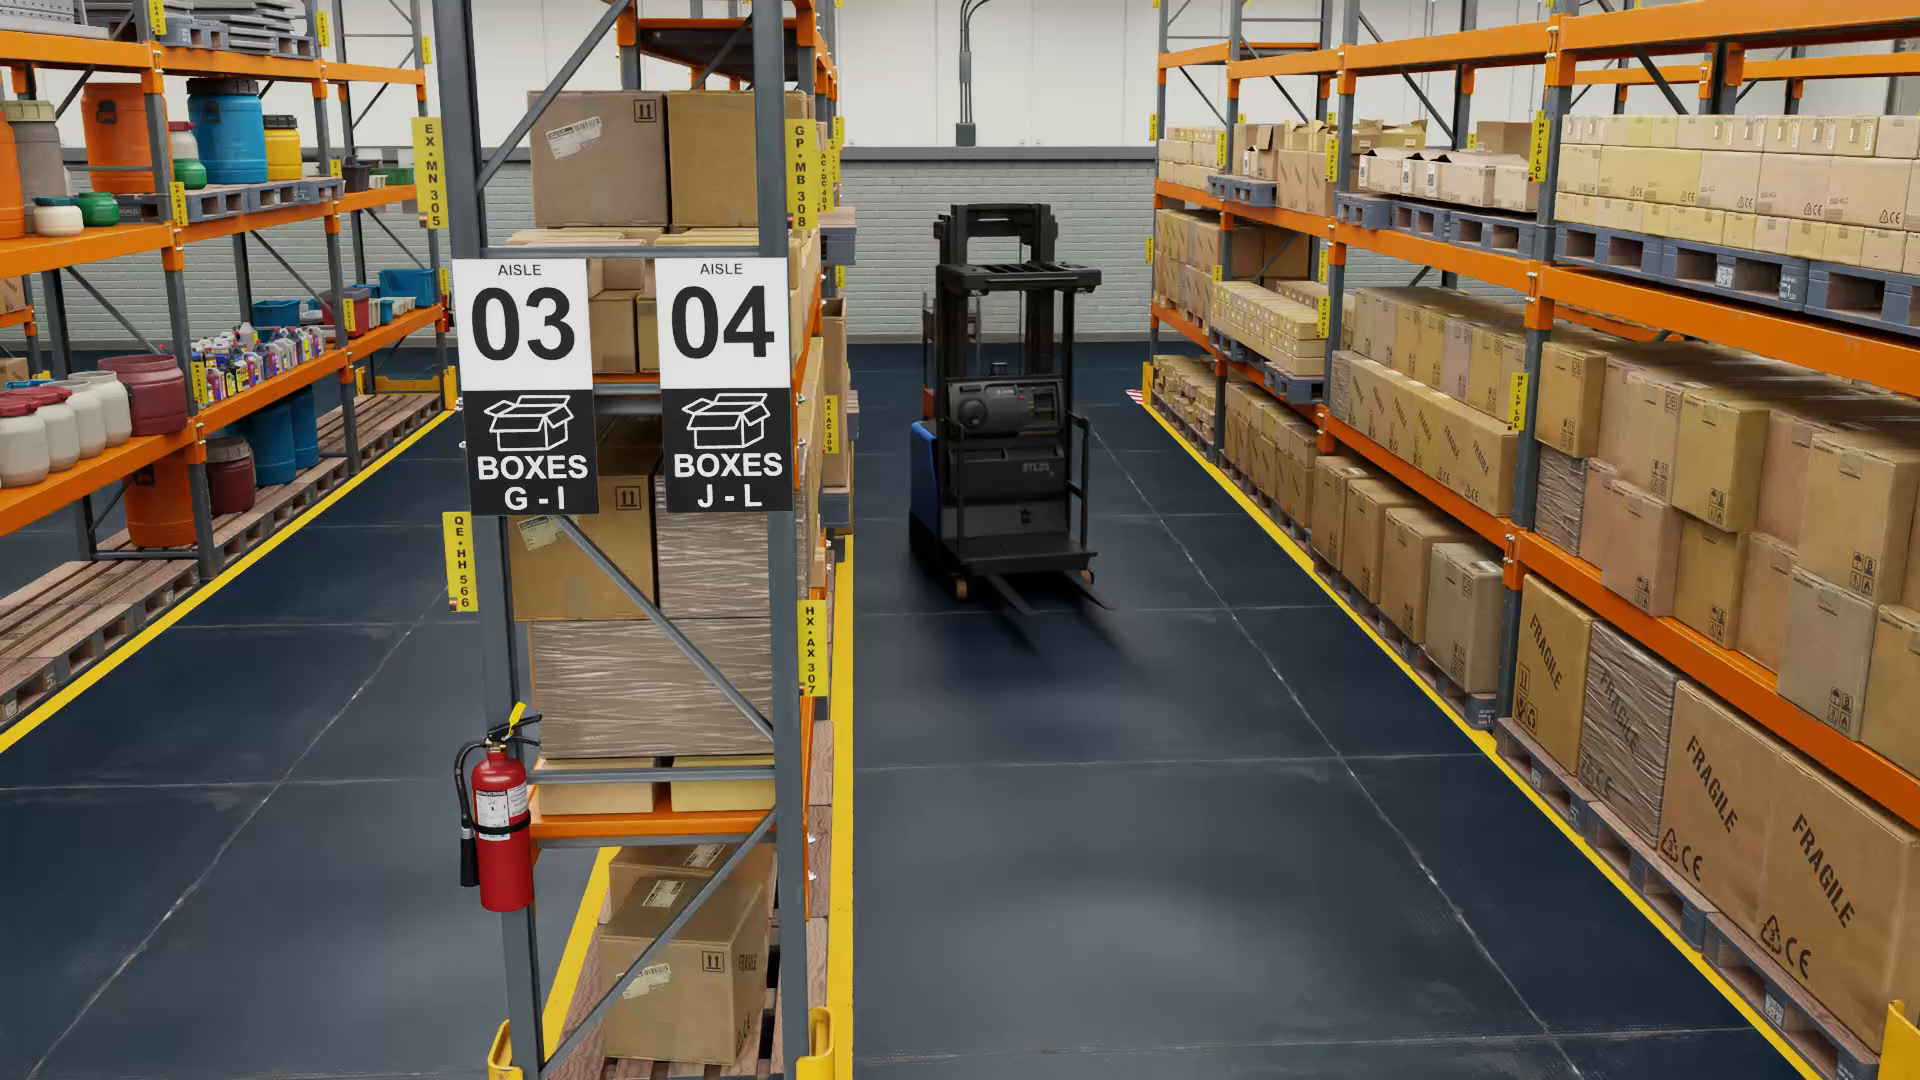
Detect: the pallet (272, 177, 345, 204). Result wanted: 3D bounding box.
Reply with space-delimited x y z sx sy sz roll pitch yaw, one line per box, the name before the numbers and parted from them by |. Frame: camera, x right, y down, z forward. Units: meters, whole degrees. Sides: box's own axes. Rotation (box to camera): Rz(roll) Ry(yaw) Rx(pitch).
pallet | -6.564 -3.295 15.674 1.213 0.211 1.003 -1 14 -3

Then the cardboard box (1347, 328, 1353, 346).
cardboard box | 3.569 -1.744 14.348 0.380 0.149 0.250 -1 14 -5

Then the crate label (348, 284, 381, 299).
crate label | -7.272 -3.004 20.397 0.416 0.233 0.303 -1 14 -3

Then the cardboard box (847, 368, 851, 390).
cardboard box | -1.707 -1.220 16.668 1.225 0.875 0.875 -1 14 -3

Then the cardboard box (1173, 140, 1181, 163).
cardboard box | 2.762 -4.504 19.289 0.500 0.250 0.500 -1 14 -3

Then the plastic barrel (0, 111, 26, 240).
plastic barrel | -6.588 -2.423 11.043 0.600 0.830 0.708 -1 14 -3

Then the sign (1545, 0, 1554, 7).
sign | 7.322 -6.779 20.623 0.100 0.325 0.005 -1 14 -3

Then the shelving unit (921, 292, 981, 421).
shelving unit | -0.079 -1.090 14.549 0.431 2.100 0.503 -3 15 -11

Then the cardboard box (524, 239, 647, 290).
cardboard box | -1.251 -0.924 5.578 0.380 0.149 0.250 -1 14 -5

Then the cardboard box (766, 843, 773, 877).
cardboard box | -1.137 1.328 7.520 0.500 0.500 0.500 0 14 2

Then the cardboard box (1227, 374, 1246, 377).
cardboard box | 3.304 -1.844 19.359 0.380 0.149 0.250 -1 14 -3

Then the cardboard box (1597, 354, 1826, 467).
cardboard box | 3.824 -0.634 8.504 0.875 0.550 0.550 -1 14 -3

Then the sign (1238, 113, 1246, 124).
sign | 3.497 -5.135 20.669 0.100 0.325 0.005 -1 14 -3

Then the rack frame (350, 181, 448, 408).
rack frame | -6.958 -3.122 20.642 1.000 3.000 0.127 -1 14 -3

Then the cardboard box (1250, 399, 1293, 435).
cardboard box | 3.034 -1.164 15.701 0.500 0.250 0.500 0 14 -1

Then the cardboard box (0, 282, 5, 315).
cardboard box | -11.567 -2.859 19.418 0.500 0.500 0.500 -1 14 -3

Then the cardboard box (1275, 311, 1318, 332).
cardboard box | 2.920 -1.873 14.254 0.380 0.149 0.250 0 14 -2

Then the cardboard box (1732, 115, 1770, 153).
cardboard box | 3.479 -1.698 6.947 0.380 0.149 0.250 -1 14 -3

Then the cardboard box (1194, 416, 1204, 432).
cardboard box | 2.812 -1.301 18.442 0.380 0.149 0.250 -1 14 -5

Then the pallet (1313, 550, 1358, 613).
pallet | 3.411 0.287 12.988 1.003 0.211 1.213 -1 14 -3

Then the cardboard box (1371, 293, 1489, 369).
cardboard box | 3.488 -1.556 12.346 0.700 0.500 0.500 -1 14 -4

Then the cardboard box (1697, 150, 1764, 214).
cardboard box | 3.533 -1.539 7.129 0.500 0.250 0.500 -1 14 -3

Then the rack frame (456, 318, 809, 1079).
rack frame | -1.024 0.780 5.474 1.000 3.000 0.127 -1 14 -3

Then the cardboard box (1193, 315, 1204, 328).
cardboard box | 2.819 -2.463 18.582 0.380 0.149 0.250 -2 15 -6

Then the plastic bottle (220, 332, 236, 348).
plastic bottle | -7.039 -1.856 15.967 0.152 0.276 0.135 -1 14 -3

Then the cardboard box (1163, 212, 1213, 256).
cardboard box | 2.742 -3.686 20.028 0.500 0.500 0.500 0 14 -2

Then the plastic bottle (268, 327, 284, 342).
plastic bottle | -6.459 -1.832 15.726 0.144 0.351 0.185 -1 14 -3

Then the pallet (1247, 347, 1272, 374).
pallet | 3.274 -1.660 15.342 1.003 0.211 1.213 -1 14 -3

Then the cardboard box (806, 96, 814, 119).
cardboard box | -0.989 -1.994 8.435 0.500 0.500 0.500 -1 14 -5

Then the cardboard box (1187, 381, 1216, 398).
cardboard box | 2.783 -1.707 18.827 0.380 0.149 0.250 -2 15 -6

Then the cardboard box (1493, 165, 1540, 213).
cardboard box | 3.482 -2.071 9.794 0.500 0.250 0.500 -1 14 -3

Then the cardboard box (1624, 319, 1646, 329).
cardboard box | 7.803 -2.645 18.585 0.500 0.500 0.500 -1 14 -5

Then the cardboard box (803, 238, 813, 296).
cardboard box | -0.924 -1.229 7.563 0.500 0.250 0.500 -1 14 -4

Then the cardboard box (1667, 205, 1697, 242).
cardboard box | 3.449 -1.436 7.530 0.380 0.149 0.250 -1 14 -3

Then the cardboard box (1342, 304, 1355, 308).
cardboard box | 3.538 -2.010 14.784 0.380 0.149 0.250 0 14 -1

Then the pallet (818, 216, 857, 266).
pallet | -1.203 -1.731 9.593 1.213 0.211 1.003 -1 14 -3

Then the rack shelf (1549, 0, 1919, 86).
rack shelf | 3.809 -2.132 6.999 1.077 0.370 4.000 -1 14 -3

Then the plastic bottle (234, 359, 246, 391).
plastic bottle | -6.198 -1.418 14.276 0.097 0.271 0.097 0 14 0

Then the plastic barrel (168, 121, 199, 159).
plastic barrel | -6.723 -3.293 14.171 0.433 0.535 0.433 0 14 0

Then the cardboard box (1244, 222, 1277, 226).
cardboard box | 3.358 -3.177 18.050 0.500 0.500 0.500 -1 14 -5

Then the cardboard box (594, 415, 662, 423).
cardboard box | -1.369 -0.278 6.783 0.500 0.500 0.500 -1 14 -3

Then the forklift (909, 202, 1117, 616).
forklift | 0.416 -1.066 12.786 1.130 2.935 3.031 -4 15 -14

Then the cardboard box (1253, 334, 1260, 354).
cardboard box | 2.874 -1.777 15.075 0.380 0.149 0.250 0 14 -2

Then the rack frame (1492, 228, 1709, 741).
rack frame | 3.685 -0.266 9.540 1.000 3.000 0.127 -1 14 -3

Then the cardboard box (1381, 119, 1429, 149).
cardboard box | 3.656 -3.366 13.831 0.396 0.266 0.258 -1 14 -3

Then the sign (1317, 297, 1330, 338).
sign | 2.896 -1.772 13.231 0.100 0.325 0.005 -1 14 -3

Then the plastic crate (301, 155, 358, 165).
plastic crate | -7.138 -4.161 18.783 0.504 0.338 0.767 -1 14 -3

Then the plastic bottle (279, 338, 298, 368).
plastic bottle | -6.310 -1.758 15.589 0.152 0.276 0.135 -1 14 -3

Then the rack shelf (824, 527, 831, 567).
rack shelf | -1.395 -0.364 11.363 1.077 0.370 4.000 -1 14 -3

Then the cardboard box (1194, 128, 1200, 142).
cardboard box | 2.792 -4.466 18.341 0.380 0.149 0.250 -1 14 -4

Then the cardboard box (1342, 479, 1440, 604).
cardboard box | 3.443 -0.004 12.196 1.050 0.750 0.750 -1 14 -3

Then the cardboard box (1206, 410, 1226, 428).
cardboard box | 2.853 -1.296 17.824 0.380 0.149 0.250 -1 14 -2

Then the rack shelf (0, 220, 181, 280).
rack shelf | -6.339 -1.740 10.692 1.077 0.370 4.000 -1 14 -3

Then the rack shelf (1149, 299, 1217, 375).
rack shelf | 3.066 -2.405 19.296 1.077 0.370 4.000 -1 14 -3

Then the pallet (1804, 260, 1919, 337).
pallet | 3.877 -0.865 6.028 1.003 0.211 1.213 -1 14 -3

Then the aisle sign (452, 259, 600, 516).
aisle sign | -1.319 -0.459 5.072 0.394 0.787 0.004 -1 14 -3

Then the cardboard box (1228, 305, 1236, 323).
cardboard box | 2.806 -2.183 16.055 0.380 0.149 0.250 -2 15 -6
